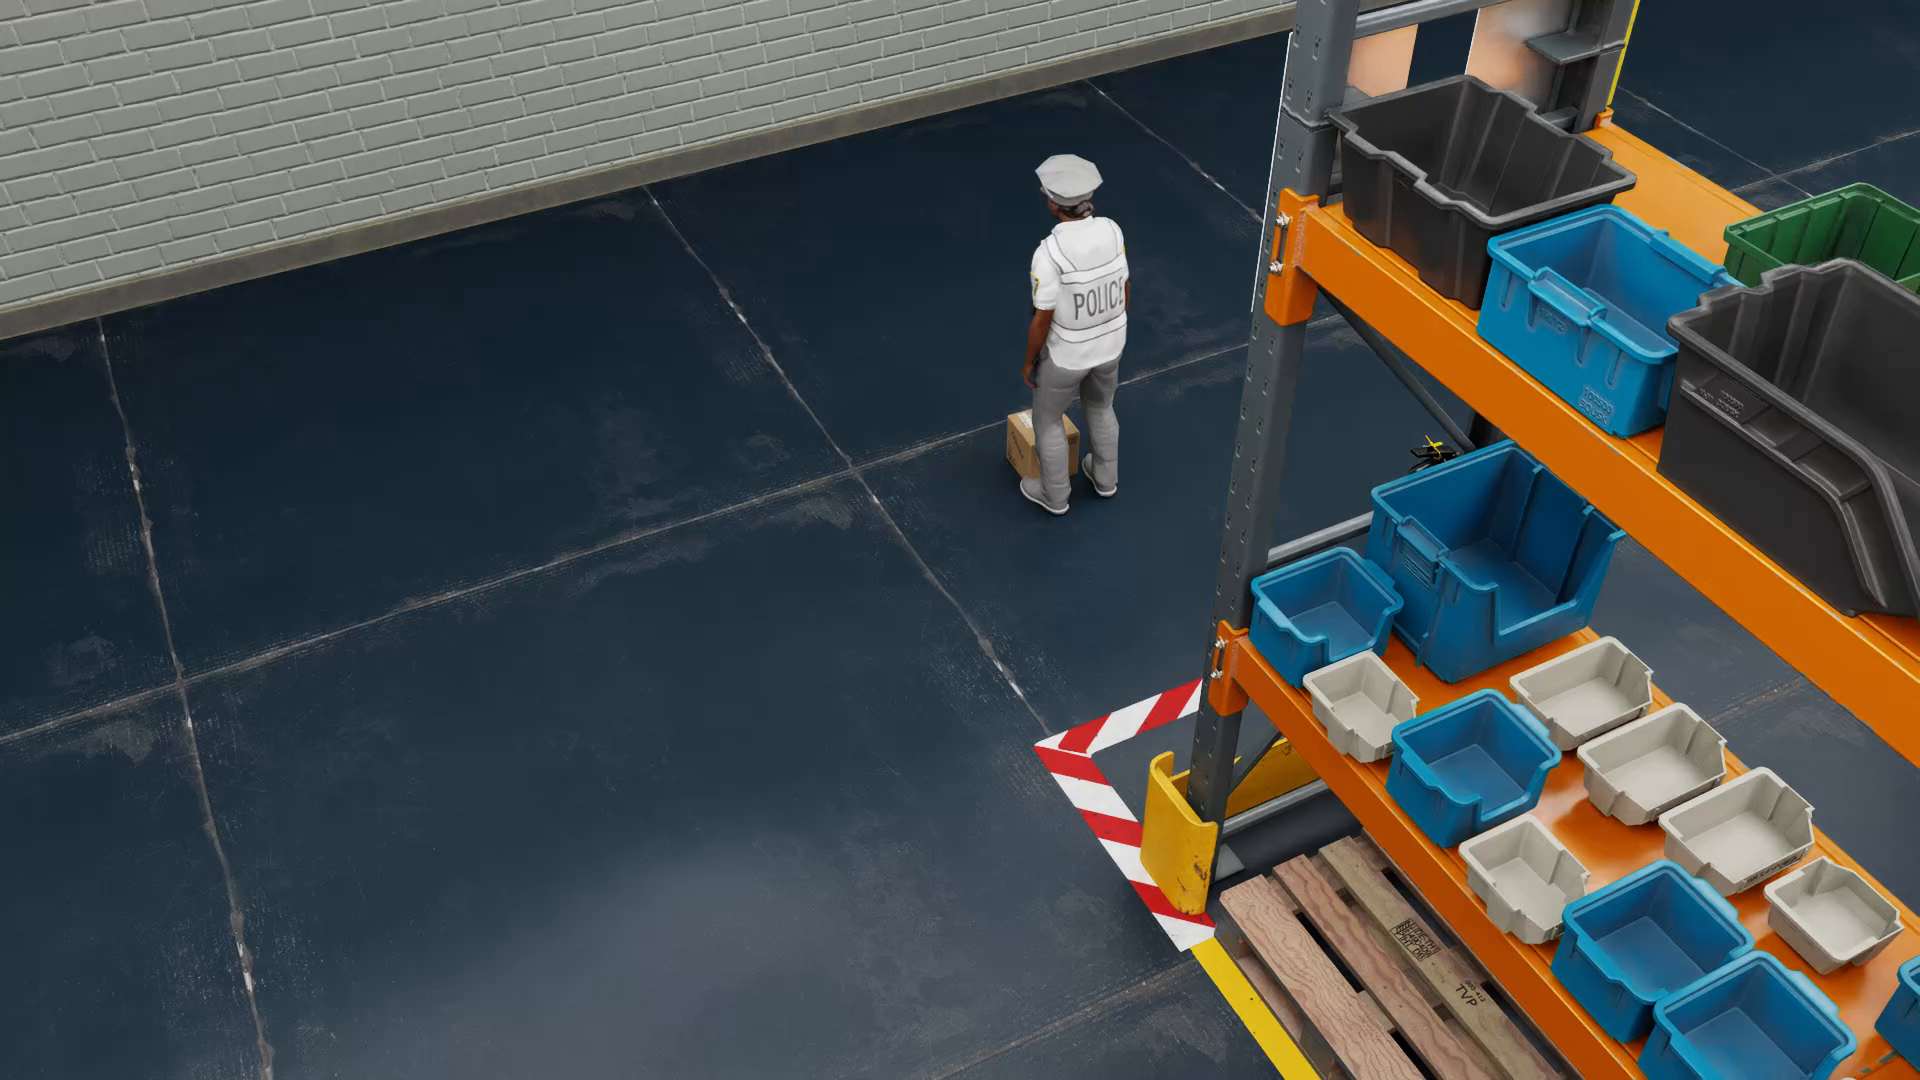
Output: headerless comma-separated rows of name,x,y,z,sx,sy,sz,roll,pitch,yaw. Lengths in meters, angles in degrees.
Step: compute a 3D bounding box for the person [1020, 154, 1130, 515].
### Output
person,0.498,-0.831,7.096,0.531,1.661,0.397,-22,46,-23
